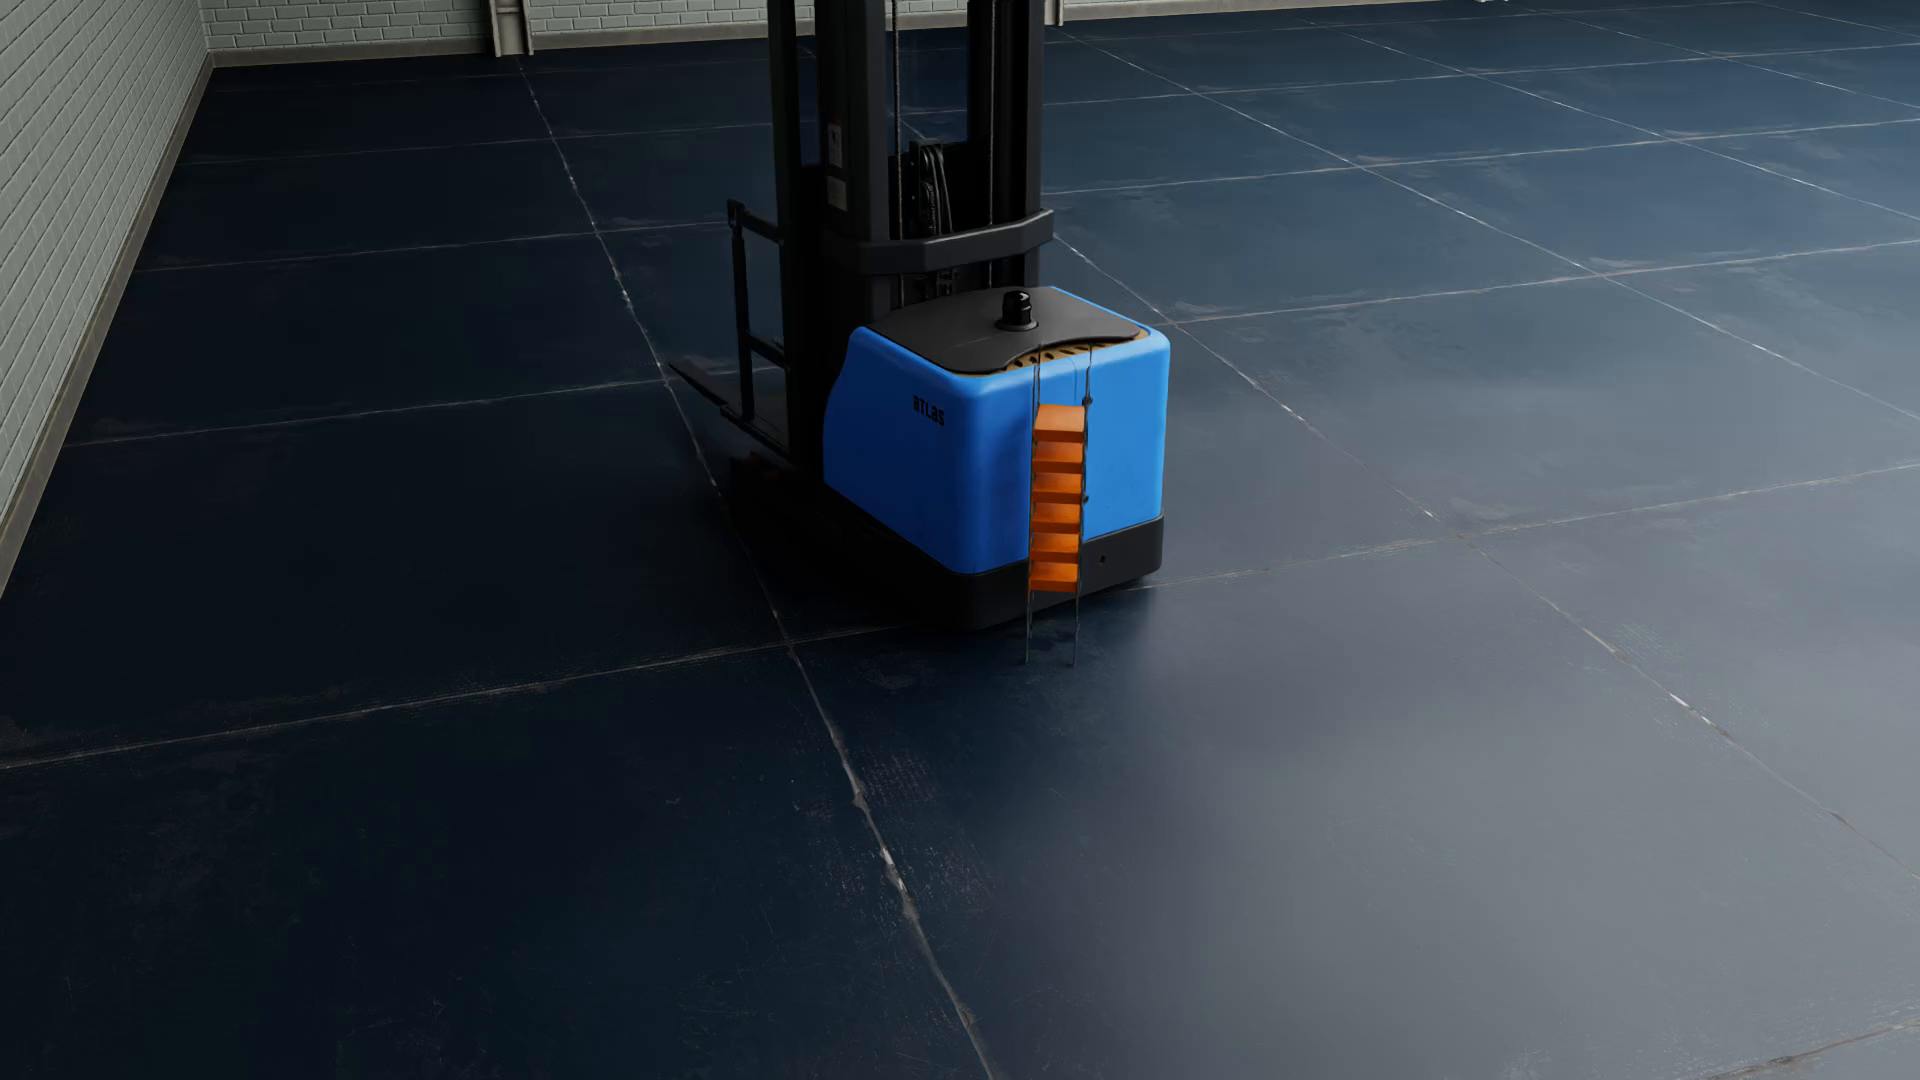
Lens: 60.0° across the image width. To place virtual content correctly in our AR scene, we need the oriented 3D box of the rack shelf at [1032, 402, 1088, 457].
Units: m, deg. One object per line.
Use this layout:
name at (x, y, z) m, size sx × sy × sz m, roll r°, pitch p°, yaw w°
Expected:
rack shelf at (0.363, -0.400, 5.994) m, size 0.180 × 0.103 × 0.258 m, roll 4°, pitch 27°, yaw 6°

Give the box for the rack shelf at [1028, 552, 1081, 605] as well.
rack shelf at (0.359, 0.137, 6.263) m, size 0.180 × 0.103 × 0.258 m, roll 4°, pitch 27°, yaw 6°

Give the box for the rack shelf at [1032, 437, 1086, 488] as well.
rack shelf at (0.362, -0.292, 6.048) m, size 0.180 × 0.103 × 0.258 m, roll 4°, pitch 27°, yaw 6°

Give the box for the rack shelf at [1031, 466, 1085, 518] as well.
rack shelf at (0.361, -0.185, 6.102) m, size 0.180 × 0.103 × 0.258 m, roll 4°, pitch 27°, yaw 6°

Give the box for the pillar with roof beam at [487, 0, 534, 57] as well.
pillar with roof beam at (-3.411, -7.384, 12.003) m, size 0.400 × 9.000 × 9.100 m, roll -8°, pitch 28°, yaw -16°

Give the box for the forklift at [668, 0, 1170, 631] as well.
forklift at (-0.402, -1.570, 7.116) m, size 1.130 × 2.935 × 3.031 m, roll -17°, pitch 31°, yaw -30°

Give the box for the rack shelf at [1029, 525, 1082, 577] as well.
rack shelf at (0.359, 0.030, 6.209) m, size 0.180 × 0.103 × 0.258 m, roll 4°, pitch 27°, yaw 6°

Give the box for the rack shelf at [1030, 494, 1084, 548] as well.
rack shelf at (0.360, -0.078, 6.155) m, size 0.180 × 0.103 × 0.258 m, roll 4°, pitch 27°, yaw 6°

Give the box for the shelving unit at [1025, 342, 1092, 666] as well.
shelving unit at (0.361, -0.118, 6.135) m, size 0.189 × 1.200 × 0.258 m, roll 4°, pitch 27°, yaw 6°

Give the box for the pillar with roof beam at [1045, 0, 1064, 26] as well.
pillar with roof beam at (2.294, -8.210, 13.667) m, size 0.400 × 9.000 × 9.100 m, roll -8°, pitch 28°, yaw -16°

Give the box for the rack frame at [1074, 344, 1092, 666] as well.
rack frame at (0.451, -0.112, 6.125) m, size 0.006 × 1.200 × 0.240 m, roll 4°, pitch 27°, yaw 6°

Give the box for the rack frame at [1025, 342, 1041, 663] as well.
rack frame at (0.270, -0.123, 6.145) m, size 0.006 × 1.200 × 0.240 m, roll 4°, pitch 27°, yaw 6°
